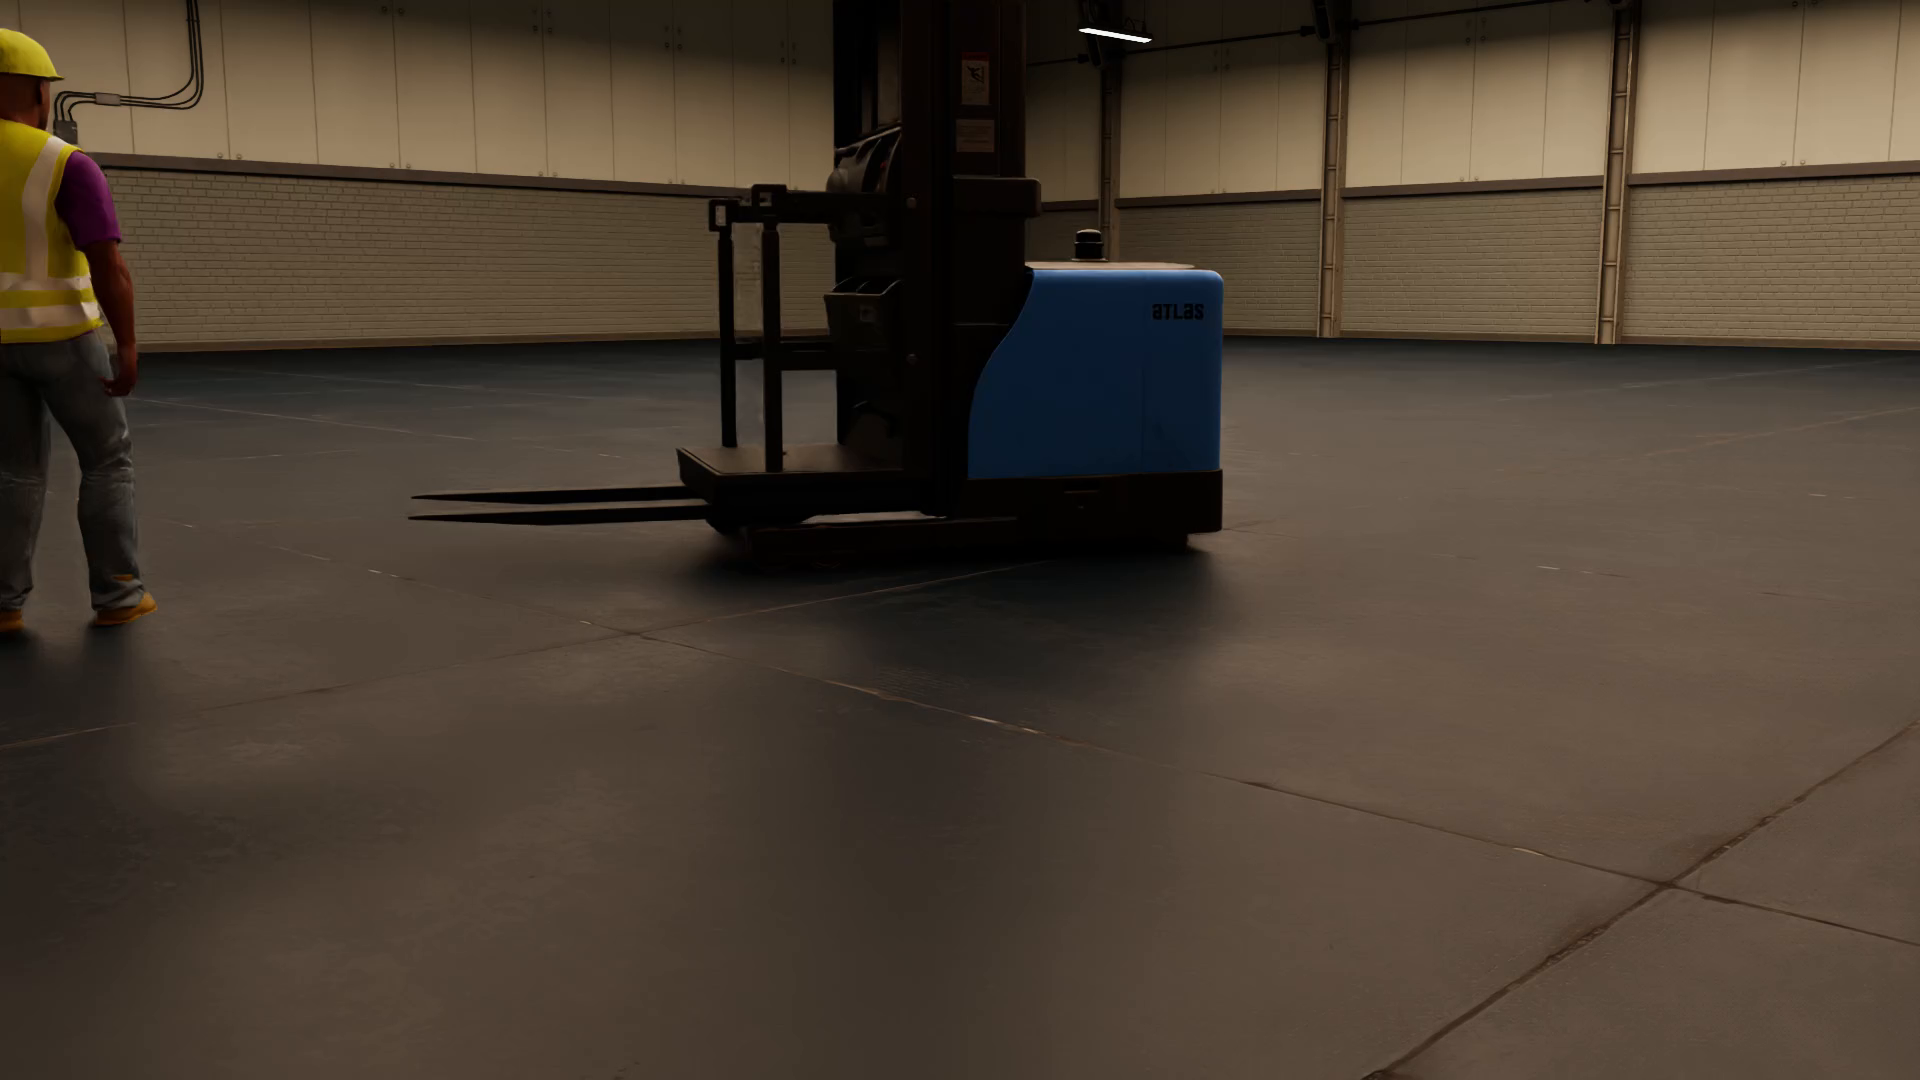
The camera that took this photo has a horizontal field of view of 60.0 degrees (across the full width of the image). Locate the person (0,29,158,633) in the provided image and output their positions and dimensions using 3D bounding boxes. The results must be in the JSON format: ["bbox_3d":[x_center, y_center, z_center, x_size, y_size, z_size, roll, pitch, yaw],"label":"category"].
[{"bbox_3d":[-2.747,-0.598,4.956,0.681,1.757,0.481,0,9,1],"label":"person"}]

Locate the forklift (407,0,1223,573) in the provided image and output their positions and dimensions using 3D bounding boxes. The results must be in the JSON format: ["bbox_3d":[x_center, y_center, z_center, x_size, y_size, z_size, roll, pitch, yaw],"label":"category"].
[{"bbox_3d":[-0.554,-1.419,6.297,3.031,2.935,1.130,-3,9,-17],"label":"forklift"}]
